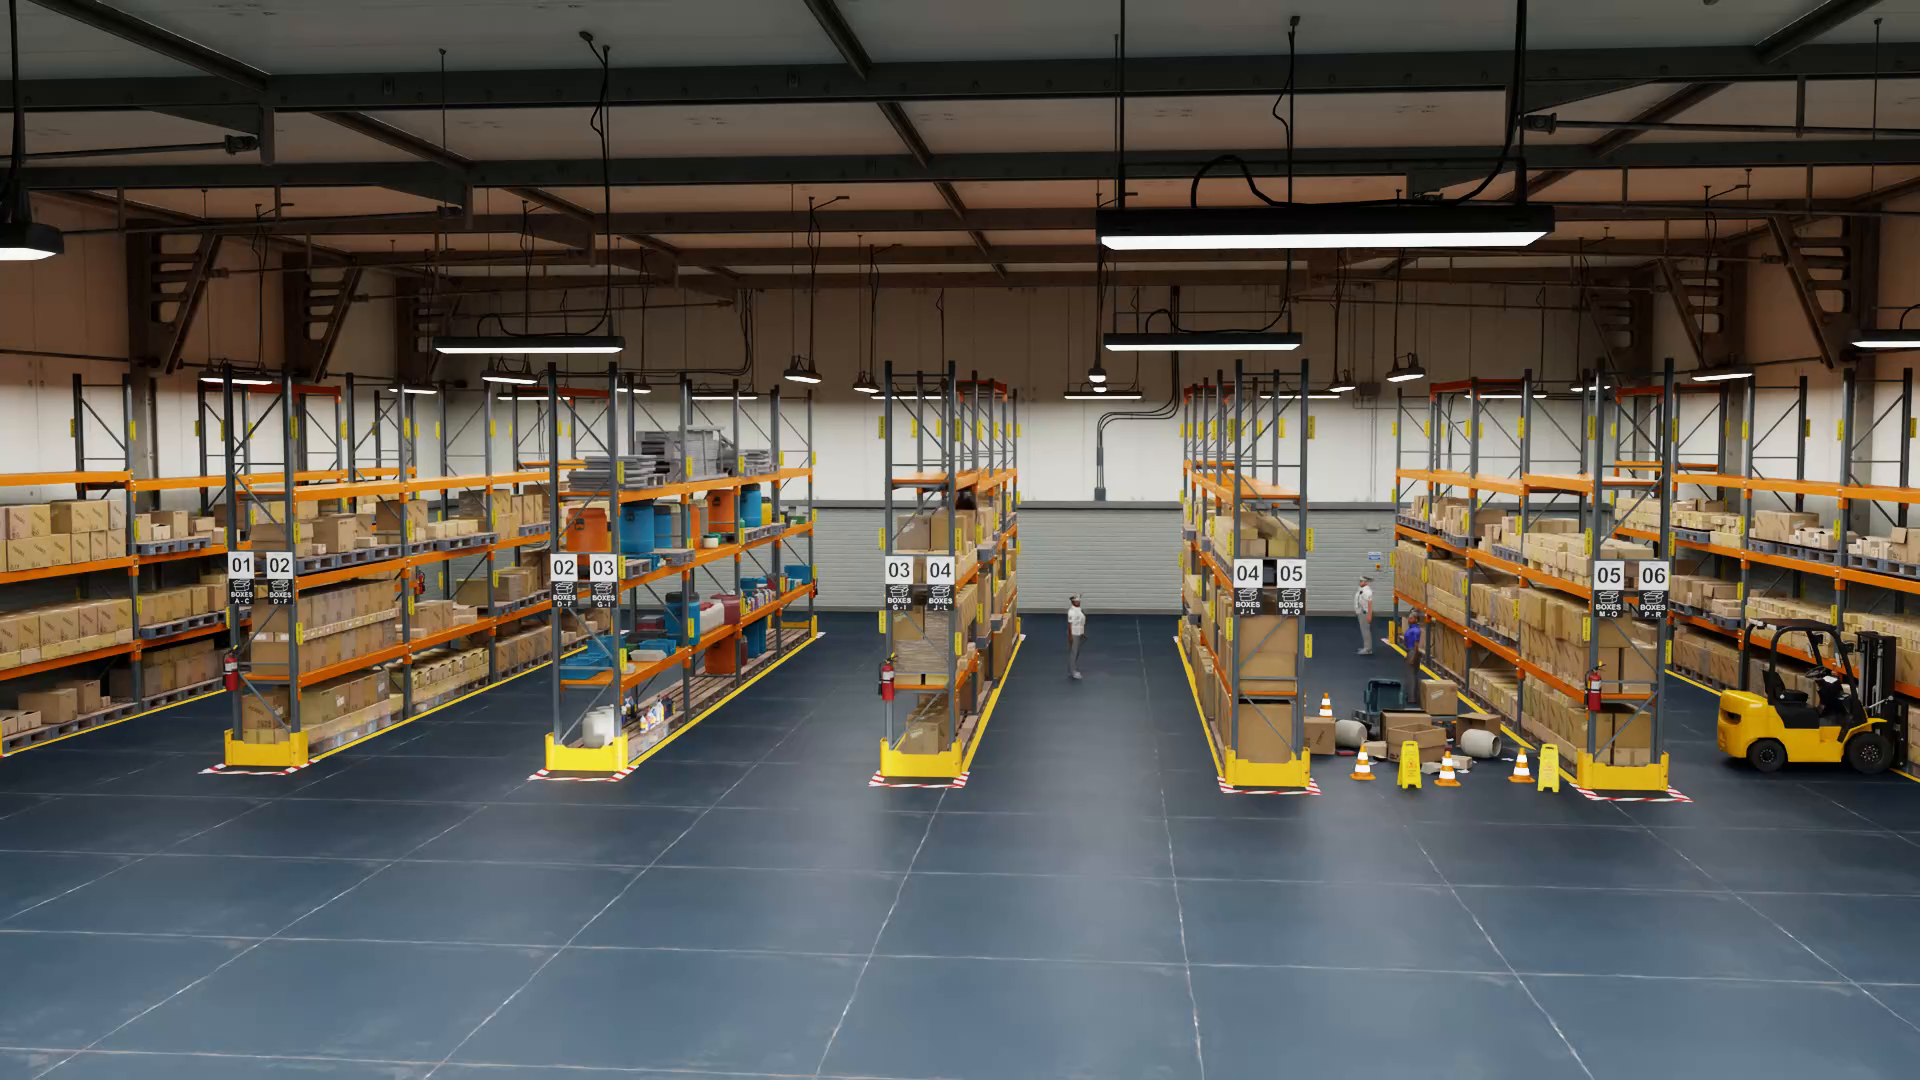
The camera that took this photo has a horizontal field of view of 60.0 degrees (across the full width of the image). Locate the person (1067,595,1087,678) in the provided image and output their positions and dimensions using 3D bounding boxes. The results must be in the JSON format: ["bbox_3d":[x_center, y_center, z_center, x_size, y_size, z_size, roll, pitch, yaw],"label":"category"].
[{"bbox_3d":[2.355,1.949,33.810,0.399,1.710,0.521,2,4,25],"label":"person"}]

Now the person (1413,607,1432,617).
[{"bbox_3d":[11.574,1.461,41.259,0.855,1.632,0.482,0,4,-1],"label":"person"}]

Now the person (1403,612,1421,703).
[{"bbox_3d":[8.330,2.171,30.730,0.374,1.642,0.508,1,4,20],"label":"person"}]

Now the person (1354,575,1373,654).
[{"bbox_3d":[9.071,1.661,37.373,0.409,1.772,0.630,0,4,7],"label":"person"}]
